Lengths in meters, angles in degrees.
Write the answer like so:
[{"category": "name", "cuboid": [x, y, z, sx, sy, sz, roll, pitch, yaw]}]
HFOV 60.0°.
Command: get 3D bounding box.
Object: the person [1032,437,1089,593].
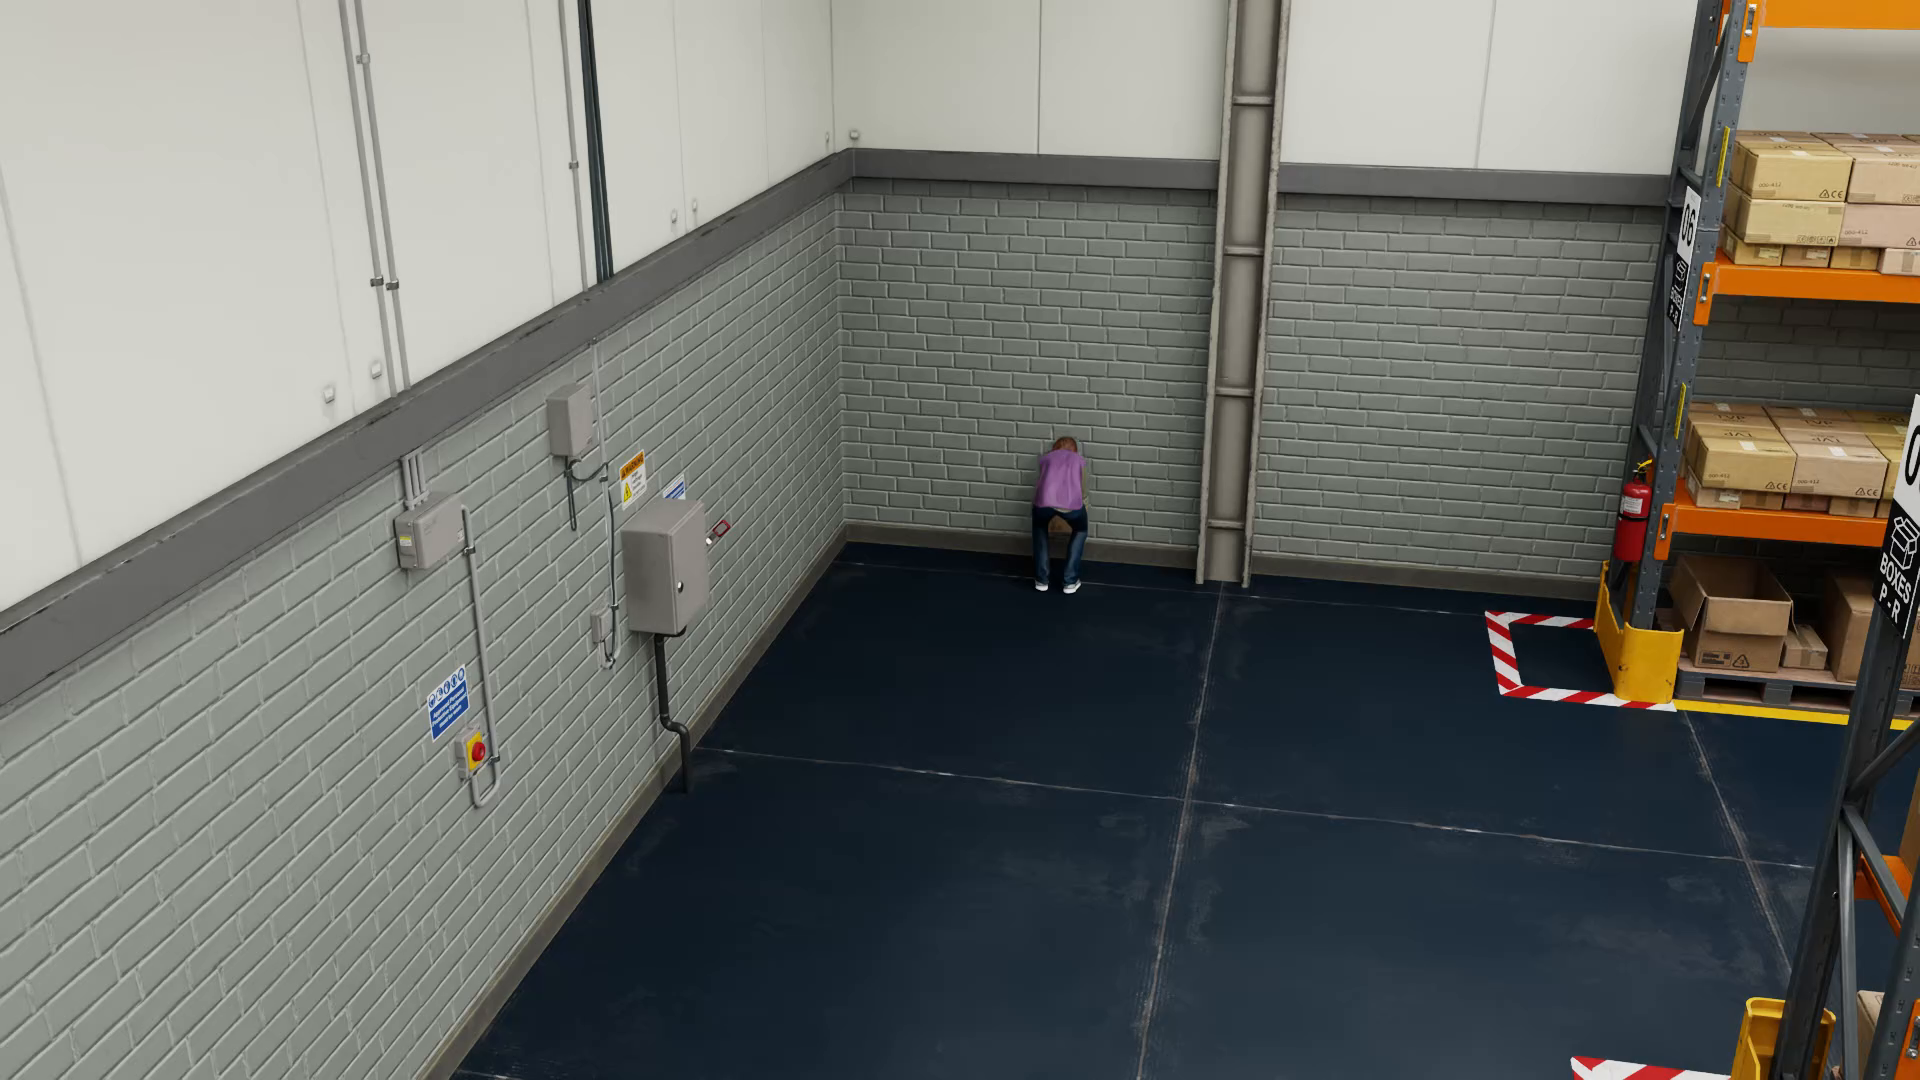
[{"category": "person", "cuboid": [0.749, -0.178, 12.324, 0.416, 1.017, 0.857, 3, 22, 8]}]
